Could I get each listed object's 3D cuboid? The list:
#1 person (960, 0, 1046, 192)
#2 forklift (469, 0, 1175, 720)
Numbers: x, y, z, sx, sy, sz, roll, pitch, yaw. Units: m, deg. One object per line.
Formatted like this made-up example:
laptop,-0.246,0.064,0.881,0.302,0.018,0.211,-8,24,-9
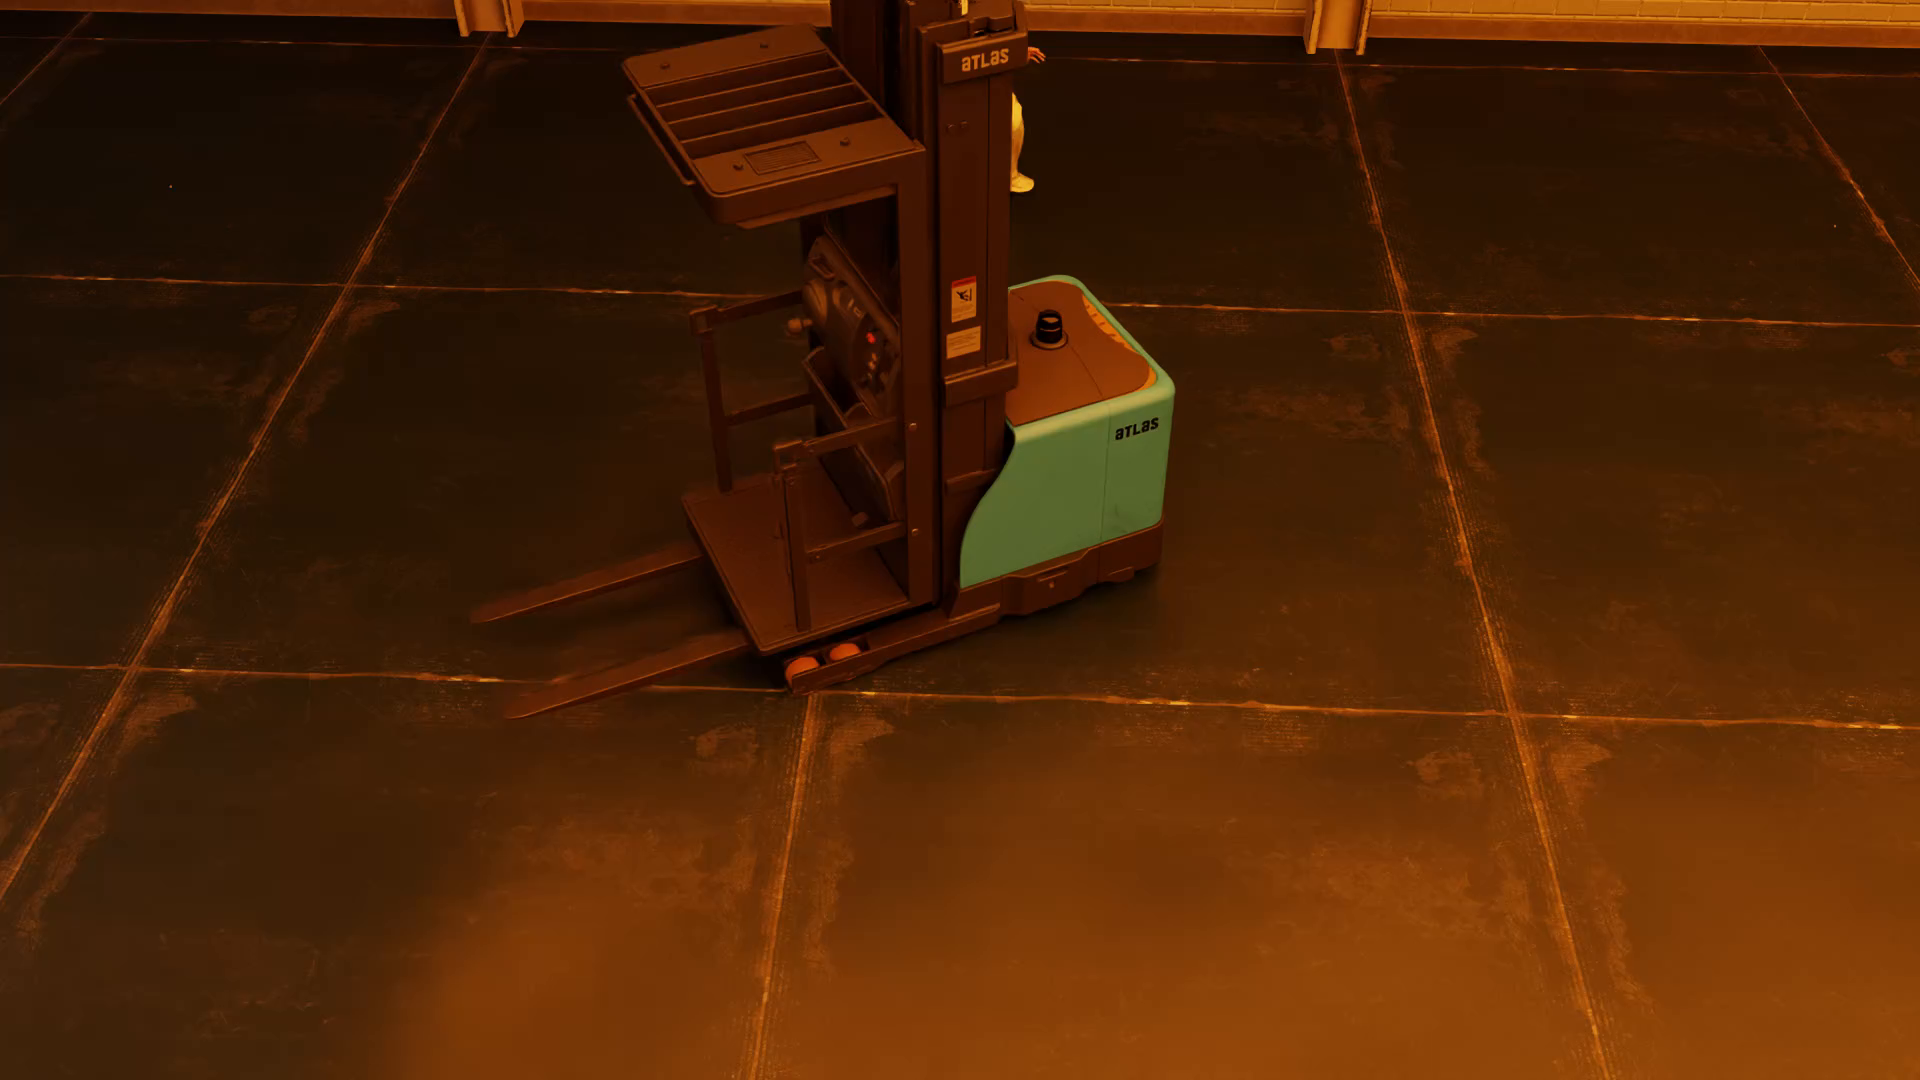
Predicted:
person,0.206,-2.552,9.512,0.831,1.611,0.808,-26,49,-26
forklift,-0.626,-0.823,6.644,3.031,2.935,1.130,-18,45,-18
